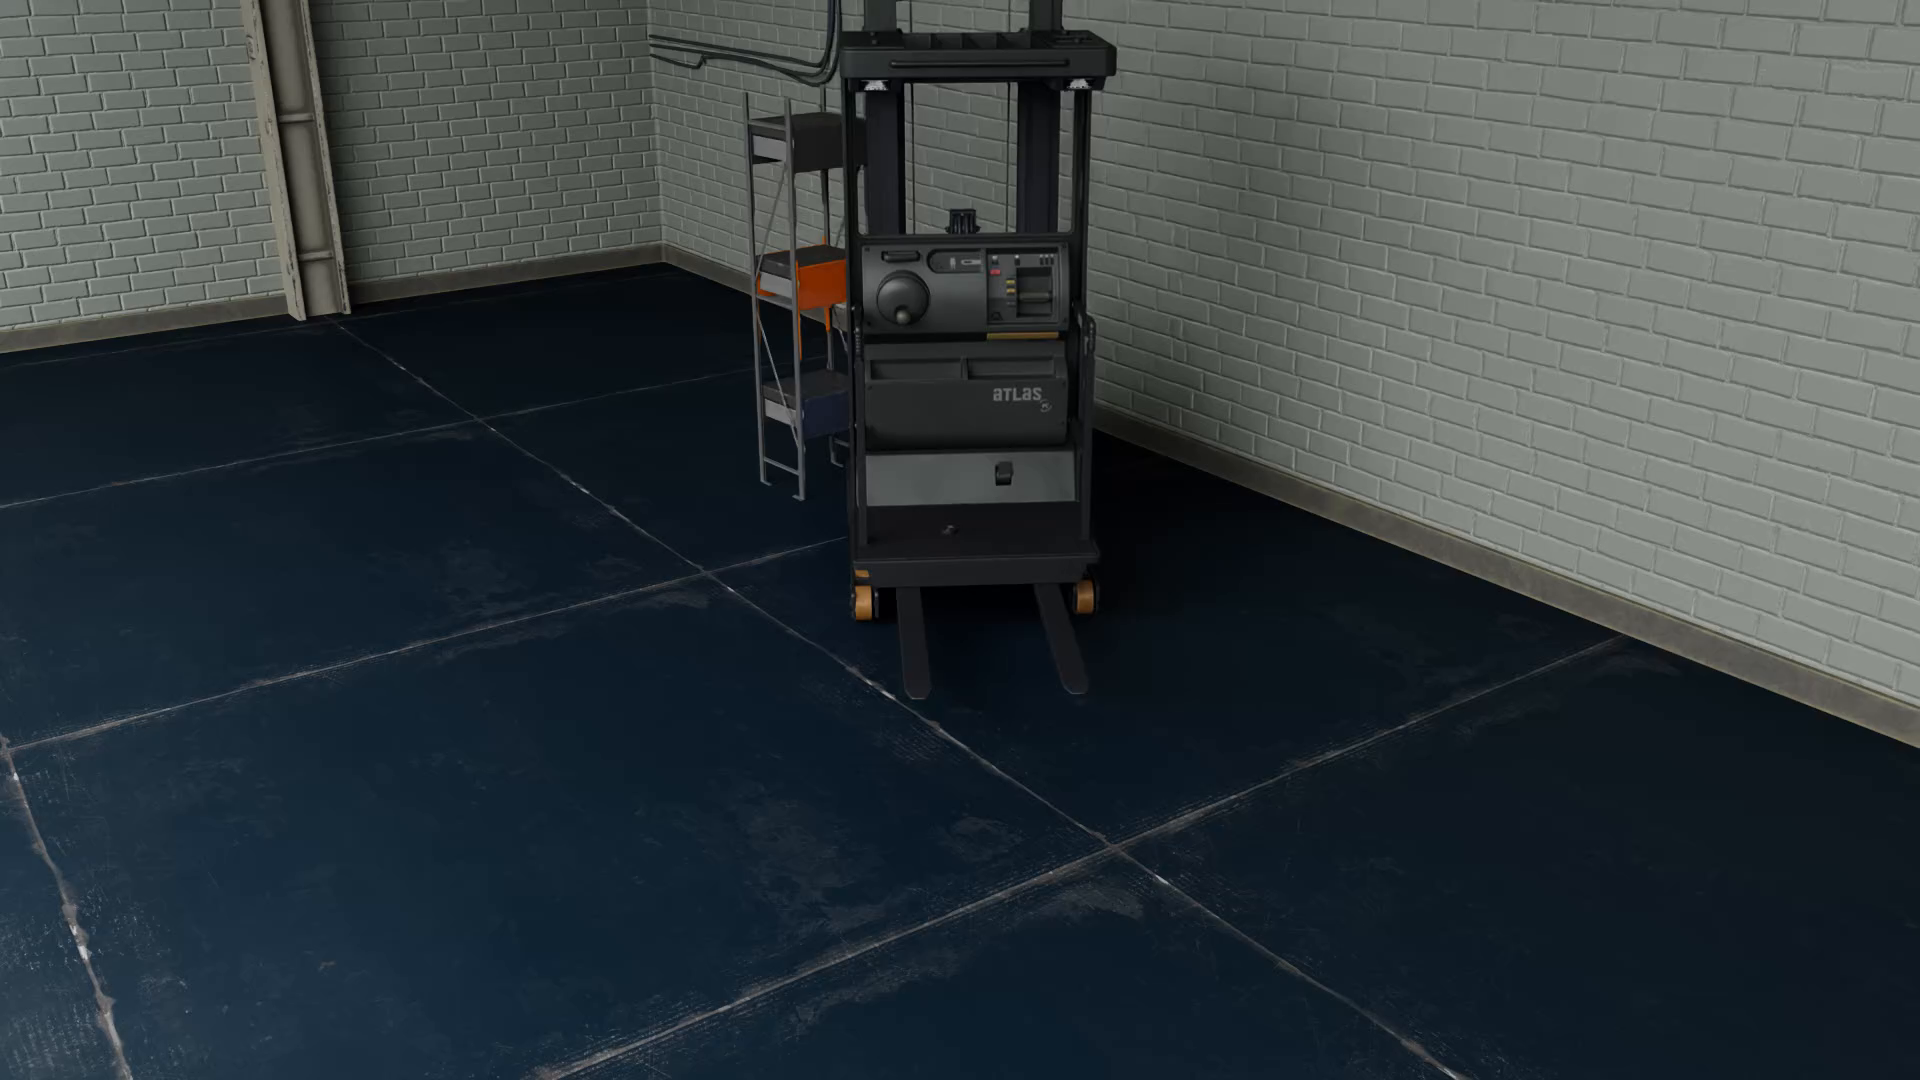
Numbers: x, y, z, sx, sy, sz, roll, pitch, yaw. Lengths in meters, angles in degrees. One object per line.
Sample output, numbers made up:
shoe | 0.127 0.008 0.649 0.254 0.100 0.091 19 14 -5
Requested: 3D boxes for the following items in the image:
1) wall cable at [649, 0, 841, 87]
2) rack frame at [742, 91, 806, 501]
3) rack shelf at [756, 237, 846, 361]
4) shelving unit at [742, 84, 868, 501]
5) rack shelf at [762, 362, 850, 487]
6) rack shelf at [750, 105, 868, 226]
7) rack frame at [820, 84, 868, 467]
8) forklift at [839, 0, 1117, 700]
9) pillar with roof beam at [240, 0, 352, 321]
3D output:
wall cable | -1.750 -4.720 12.272 0.112 2.526 3.097 -15 26 -33
rack frame | -0.967 -1.241 8.673 0.015 2.100 0.400 -18 28 -38
rack shelf | -0.783 -1.288 8.827 0.480 0.518 0.431 -18 28 -38
shelving unit | -0.783 -1.300 8.822 0.503 2.100 0.431 -18 28 -38
rack shelf | -0.783 -0.638 9.087 0.480 0.518 0.431 -18 28 -38
rack shelf | -0.783 -1.938 8.568 0.480 0.518 0.431 -18 28 -38
rack frame | -0.600 -1.360 8.971 0.015 2.100 0.400 -18 28 -38
forklift | 0.045 -1.122 7.253 1.130 2.935 3.031 -1 22 -4
pillar with roof beam | -2.399 -4.627 7.850 0.400 9.000 9.100 -15 26 -33
